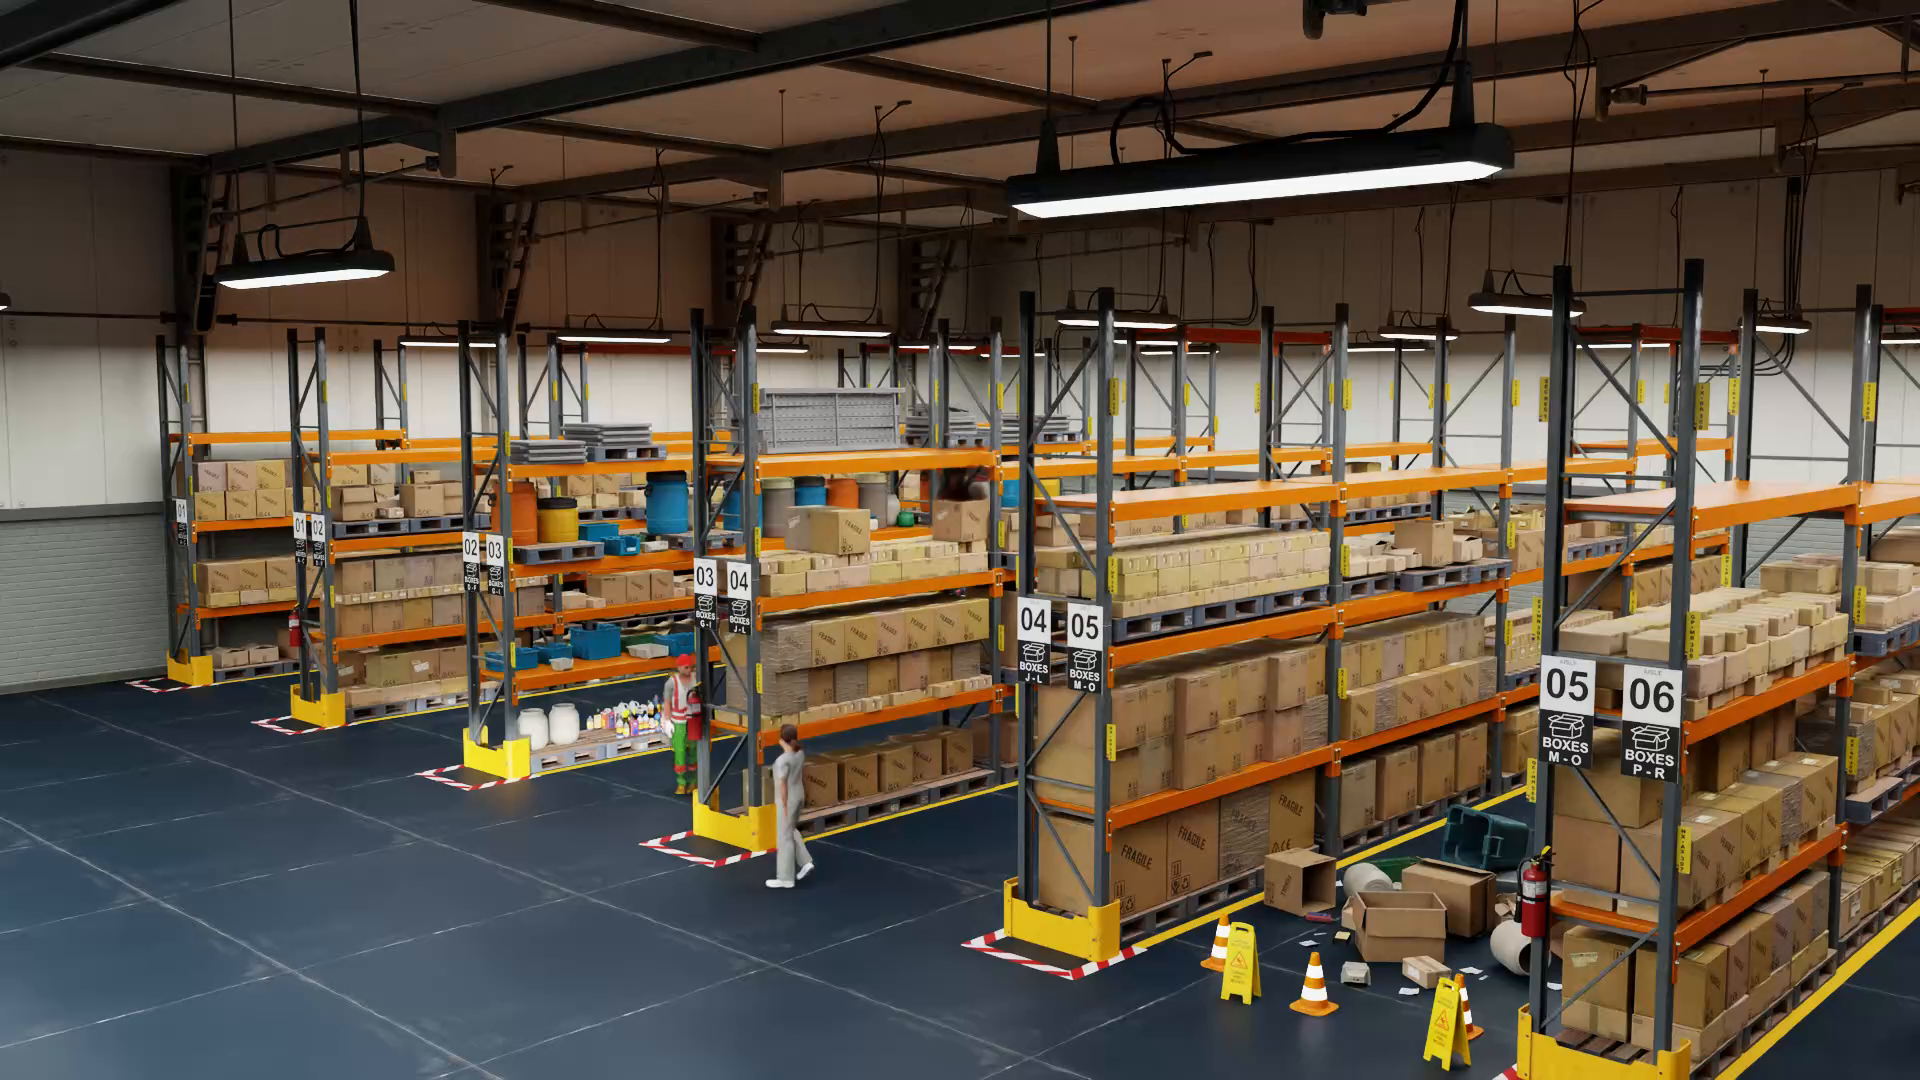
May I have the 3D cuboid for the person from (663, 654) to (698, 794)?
[{"bbox_3d":[-3.449,2.311,20.967,0.561,1.795,0.434,-2,6,-17],"label":"person"}]

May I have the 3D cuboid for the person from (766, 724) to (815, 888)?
[{"bbox_3d":[-1.750,2.717,17.116,0.392,1.689,0.490,2,6,23],"label":"person"}]

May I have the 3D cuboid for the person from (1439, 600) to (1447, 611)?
[{"bbox_3d":[8.040,1.750,27.884,0.929,1.605,0.520,-5,7,-42],"label":"person"}]

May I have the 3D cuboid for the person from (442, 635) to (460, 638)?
[{"bbox_3d":[-9.507,1.403,30.729,0.632,1.770,0.484,-1,5,-8],"label":"person"}]
